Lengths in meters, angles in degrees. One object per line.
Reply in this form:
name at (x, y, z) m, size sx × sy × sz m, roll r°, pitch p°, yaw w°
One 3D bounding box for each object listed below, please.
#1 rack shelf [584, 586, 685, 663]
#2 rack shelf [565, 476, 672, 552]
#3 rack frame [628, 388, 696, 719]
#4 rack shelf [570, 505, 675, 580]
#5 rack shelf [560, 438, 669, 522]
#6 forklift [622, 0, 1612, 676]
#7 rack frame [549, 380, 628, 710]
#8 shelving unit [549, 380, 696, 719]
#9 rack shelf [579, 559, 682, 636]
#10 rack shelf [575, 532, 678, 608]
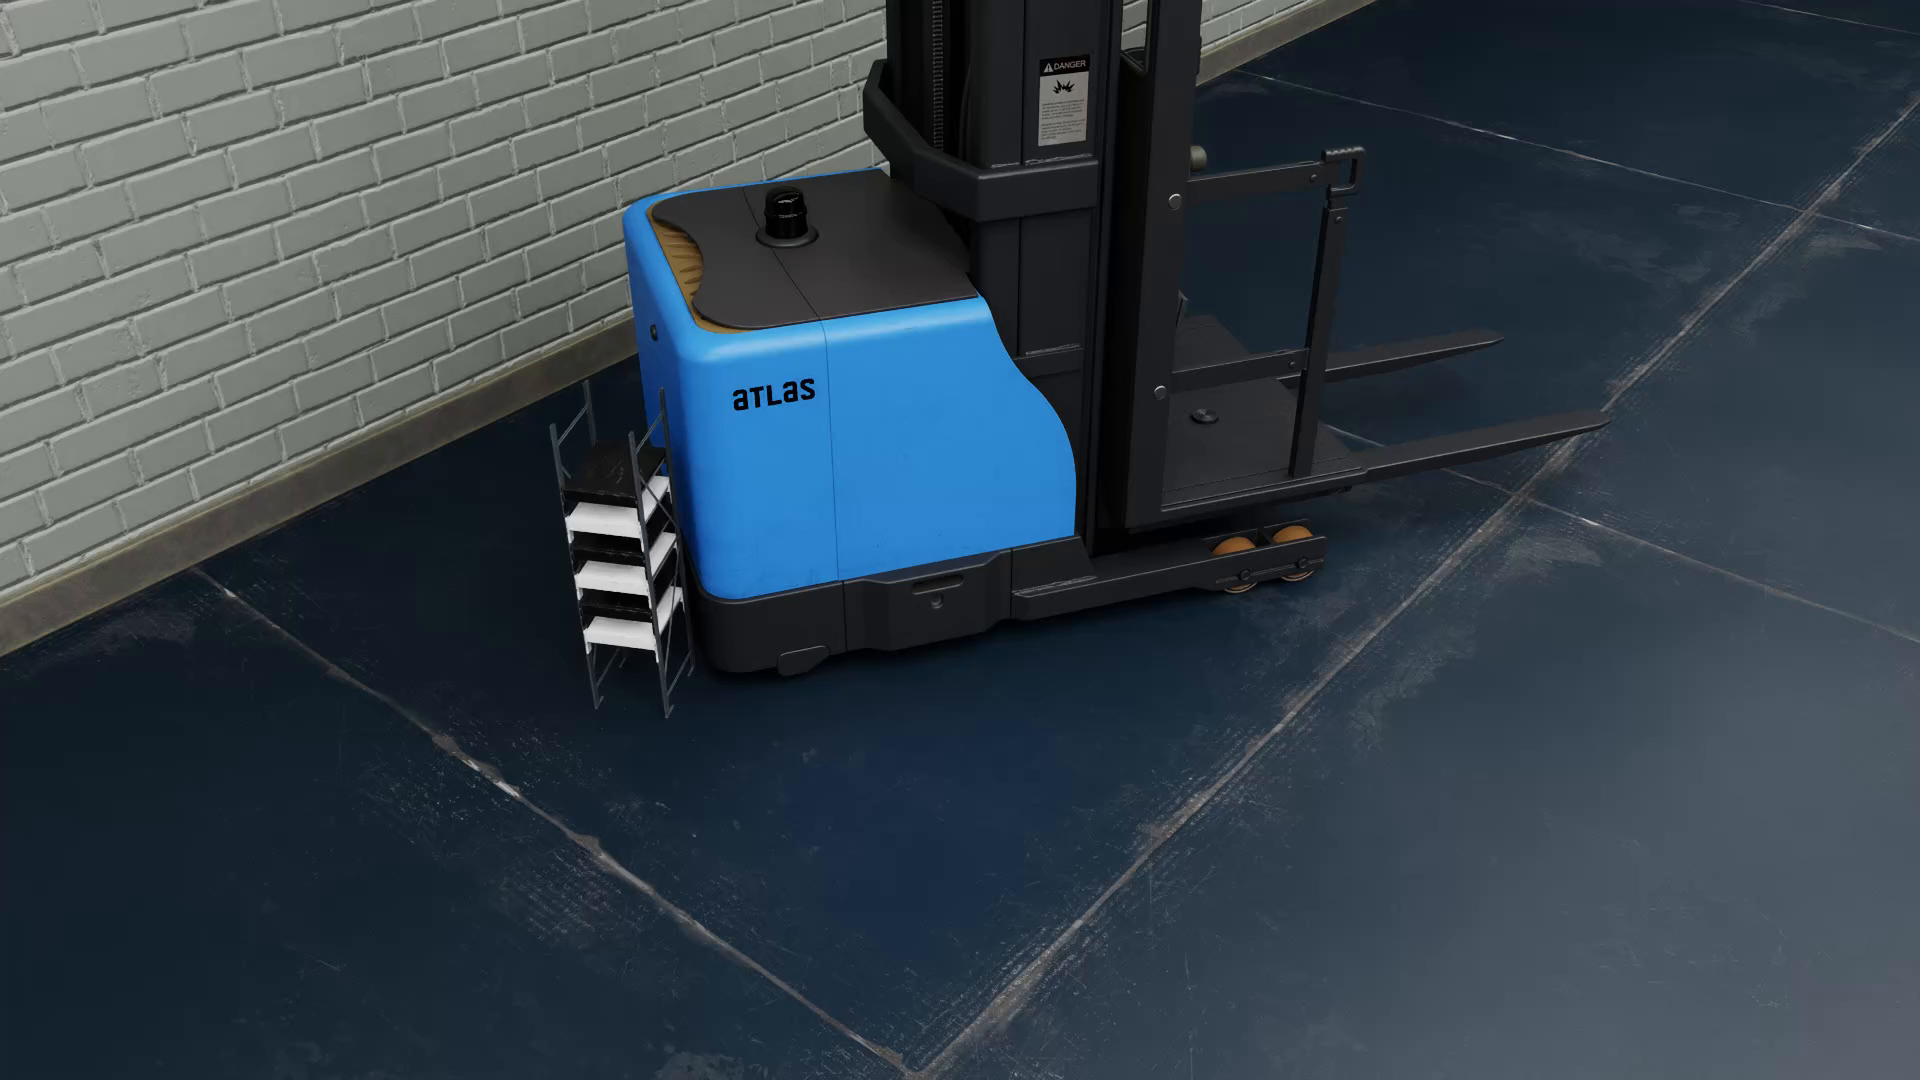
rack shelf at (-0.878, 0.215, 4.518) m, size 0.200 × 0.077 × 0.258 m, roll 6°, pitch 35°, yaw 9°
rack shelf at (-0.878, -0.081, 4.315) m, size 0.200 × 0.077 × 0.258 m, roll 6°, pitch 35°, yaw 9°
rack frame at (-0.778, 0.051, 4.381) m, size 0.006 × 0.900 × 0.240 m, roll 6°, pitch 35°, yaw 9°
rack shelf at (-0.878, -0.007, 4.366) m, size 0.200 × 0.077 × 0.258 m, roll 6°, pitch 35°, yaw 9°
rack shelf at (-0.878, -0.156, 4.264) m, size 0.200 × 0.077 × 0.258 m, roll 6°, pitch 35°, yaw 9°
forklift at (0.590, -1.321, 4.584) m, size 3.031 × 2.935 × 1.130 m, roll -11°, pitch 36°, yaw -15°
rack frame at (-0.977, 0.028, 4.414) m, size 0.006 × 0.900 × 0.240 m, roll 6°, pitch 35°, yaw 9°
shelving unit at (-0.878, 0.039, 4.398) m, size 0.210 × 0.900 × 0.258 m, roll 6°, pitch 35°, yaw 9°
rack shelf at (-0.878, 0.141, 4.467) m, size 0.200 × 0.077 × 0.258 m, roll 6°, pitch 35°, yaw 9°
rack shelf at (-0.878, 0.067, 4.417) m, size 0.200 × 0.077 × 0.258 m, roll 6°, pitch 35°, yaw 9°
